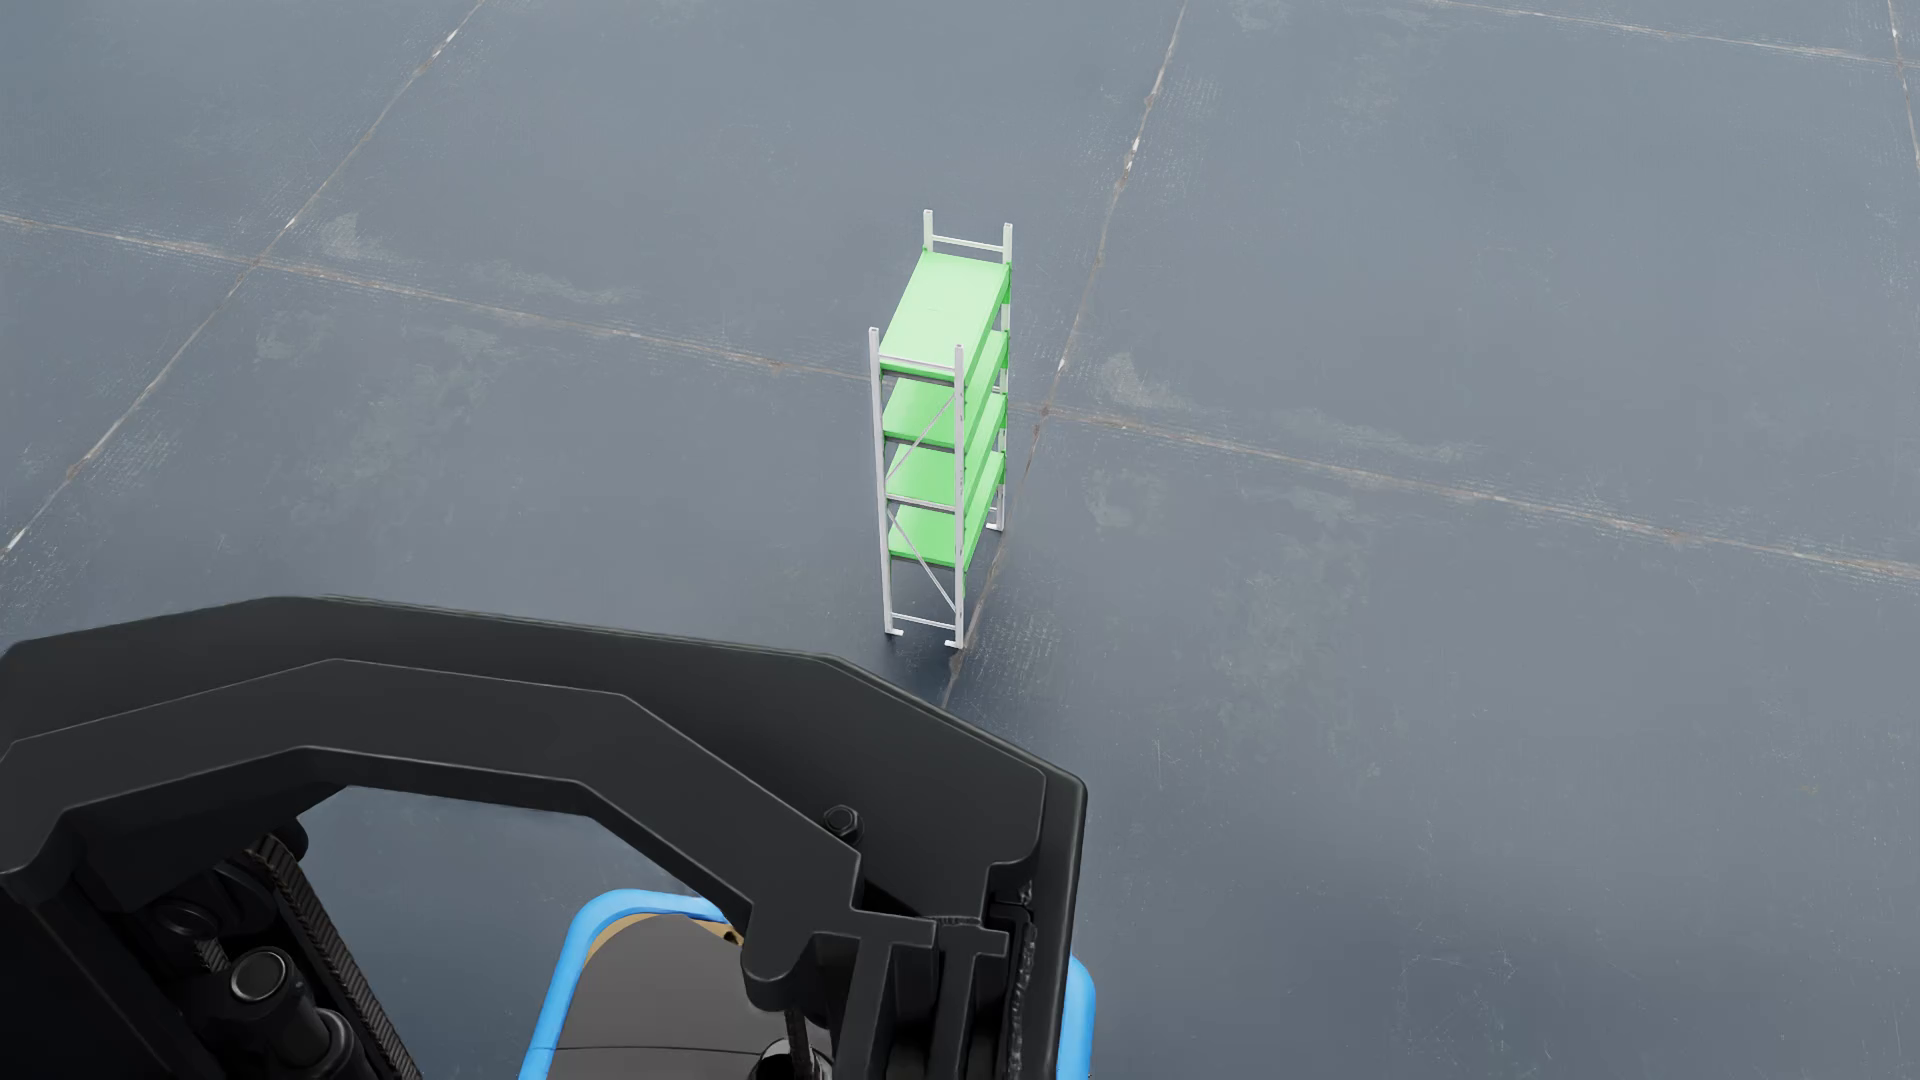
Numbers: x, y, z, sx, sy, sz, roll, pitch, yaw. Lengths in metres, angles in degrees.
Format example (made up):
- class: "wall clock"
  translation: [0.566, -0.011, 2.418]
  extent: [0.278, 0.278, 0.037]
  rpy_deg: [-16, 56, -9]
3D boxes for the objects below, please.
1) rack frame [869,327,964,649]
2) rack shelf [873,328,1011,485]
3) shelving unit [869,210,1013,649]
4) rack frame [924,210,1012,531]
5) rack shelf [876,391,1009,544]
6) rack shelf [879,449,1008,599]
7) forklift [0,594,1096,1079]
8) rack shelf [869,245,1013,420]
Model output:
- class: "rack frame"
  translation: [-0.108, -0.101, 4.539]
  extent: [0.240, 1.200, 0.015]
  rpy_deg: [12, 50, 10]
- class: "rack shelf"
  translation: [-0.044, -0.394, 4.562]
  extent: [0.258, 0.148, 0.480]
  rpy_deg: [12, 50, 10]
- class: "shelving unit"
  translation: [-0.044, -0.277, 4.694]
  extent: [0.258, 1.200, 0.503]
  rpy_deg: [12, 50, 10]
- class: "rack frame"
  translation: [0.021, -0.454, 4.850]
  extent: [0.240, 1.200, 0.015]
  rpy_deg: [12, 50, 10]
- class: "rack shelf"
  translation: [-0.044, -0.235, 4.742]
  extent: [0.258, 0.148, 0.480]
  rpy_deg: [12, 50, 10]
- class: "rack shelf"
  translation: [-0.044, -0.076, 4.922]
  extent: [0.258, 0.148, 0.480]
  rpy_deg: [12, 50, 10]
- class: "forklift"
  translation: [-0.460, 1.560, 1.918]
  extent: [1.130, 2.935, 3.031]
  rpy_deg: [6, 49, 6]
- class: "rack shelf"
  translation: [-0.044, -0.553, 4.383]
  extent: [0.258, 0.148, 0.480]
  rpy_deg: [12, 50, 10]
